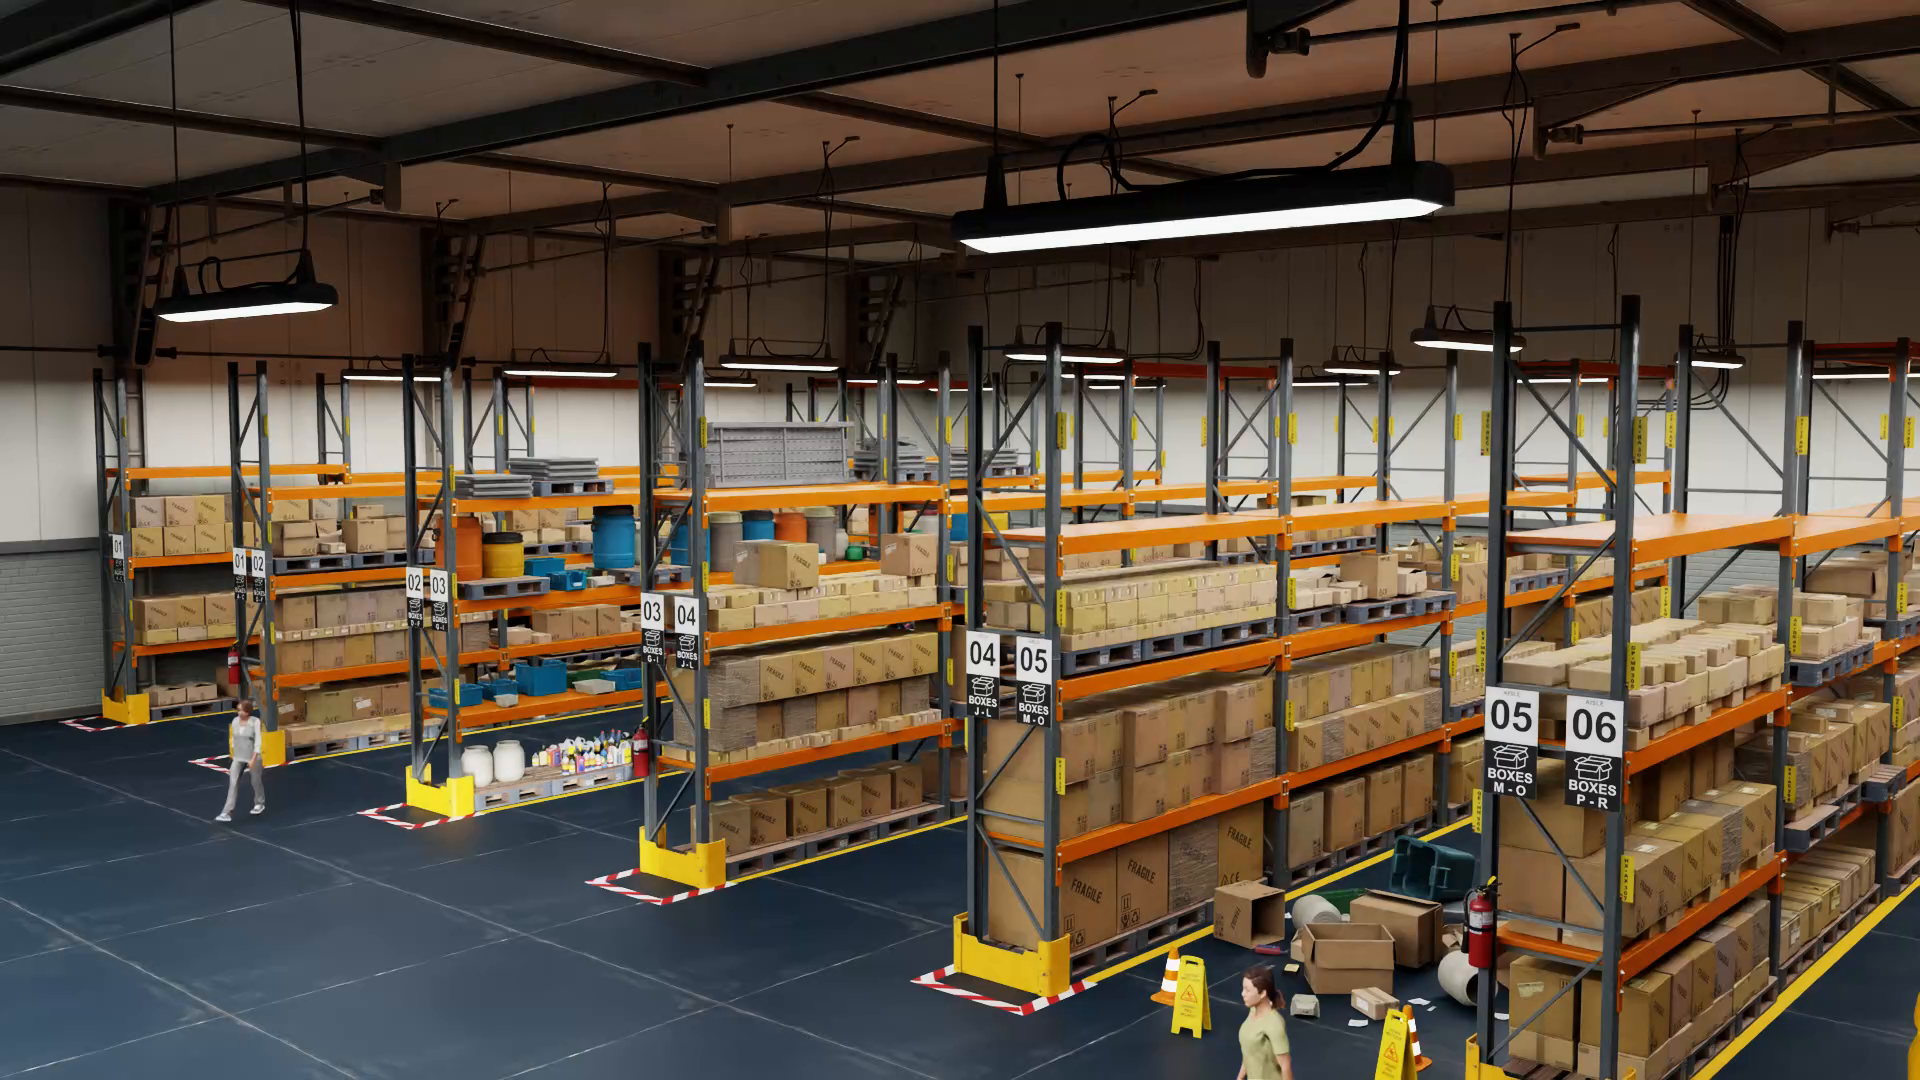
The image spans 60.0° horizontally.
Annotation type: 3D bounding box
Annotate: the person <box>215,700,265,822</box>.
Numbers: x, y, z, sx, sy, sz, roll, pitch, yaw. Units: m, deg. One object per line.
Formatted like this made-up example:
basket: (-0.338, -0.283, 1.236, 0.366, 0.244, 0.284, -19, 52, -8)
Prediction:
person: (-9.154, 2.808, 21.240, 0.455, 1.540, 0.990, -1, 4, -7)

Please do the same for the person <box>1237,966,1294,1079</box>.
person: (1.909, 3.547, 10.634, 0.851, 1.650, 0.494, 0, 4, 0)
